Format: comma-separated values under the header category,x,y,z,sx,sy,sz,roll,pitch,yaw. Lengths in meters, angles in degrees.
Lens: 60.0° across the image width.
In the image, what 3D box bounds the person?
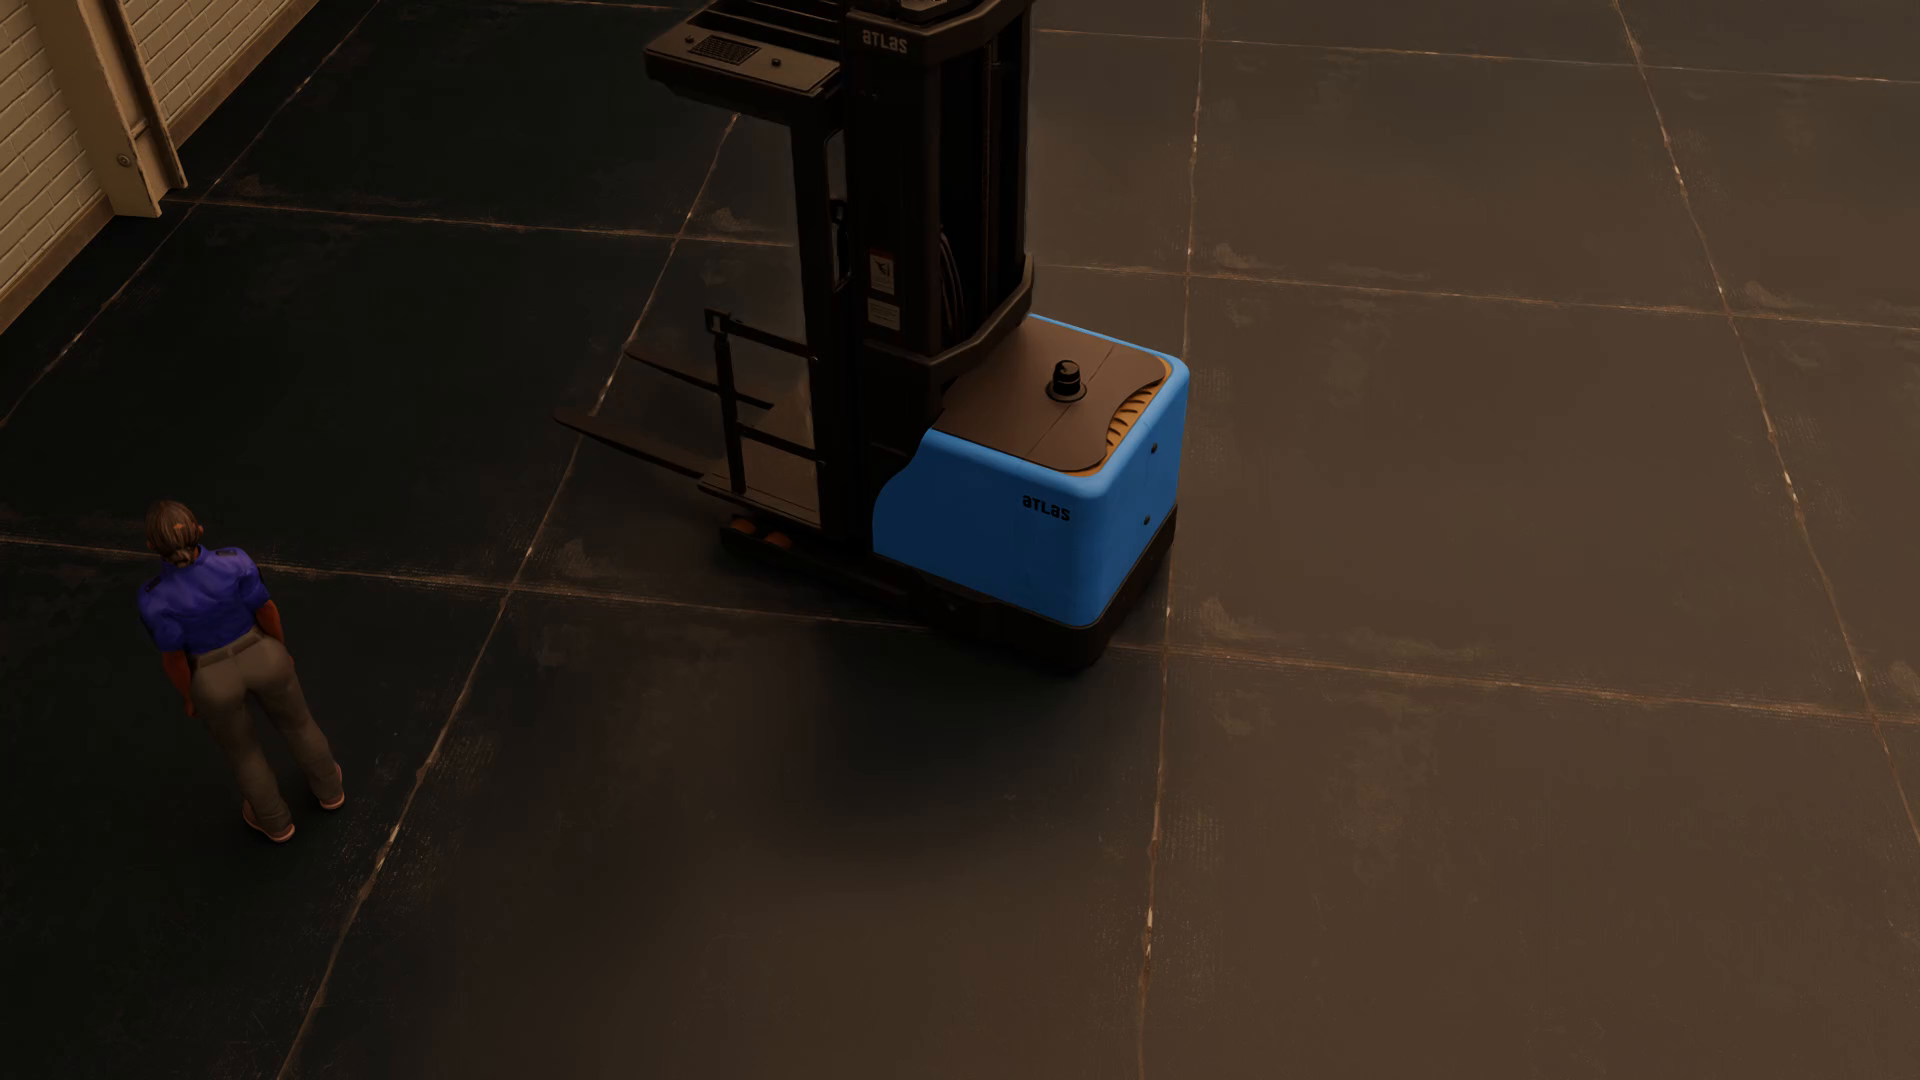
category,x,y,z,sx,sy,sz,roll,pitch,yaw
person,-2.679,0.474,6.152,0.453,1.660,0.339,-30,51,-29

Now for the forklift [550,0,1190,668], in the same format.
category,x,y,z,sx,sy,sz,roll,pitch,yaw
forklift,-0.542,-1.247,7.082,3.031,2.935,1.130,20,46,20
